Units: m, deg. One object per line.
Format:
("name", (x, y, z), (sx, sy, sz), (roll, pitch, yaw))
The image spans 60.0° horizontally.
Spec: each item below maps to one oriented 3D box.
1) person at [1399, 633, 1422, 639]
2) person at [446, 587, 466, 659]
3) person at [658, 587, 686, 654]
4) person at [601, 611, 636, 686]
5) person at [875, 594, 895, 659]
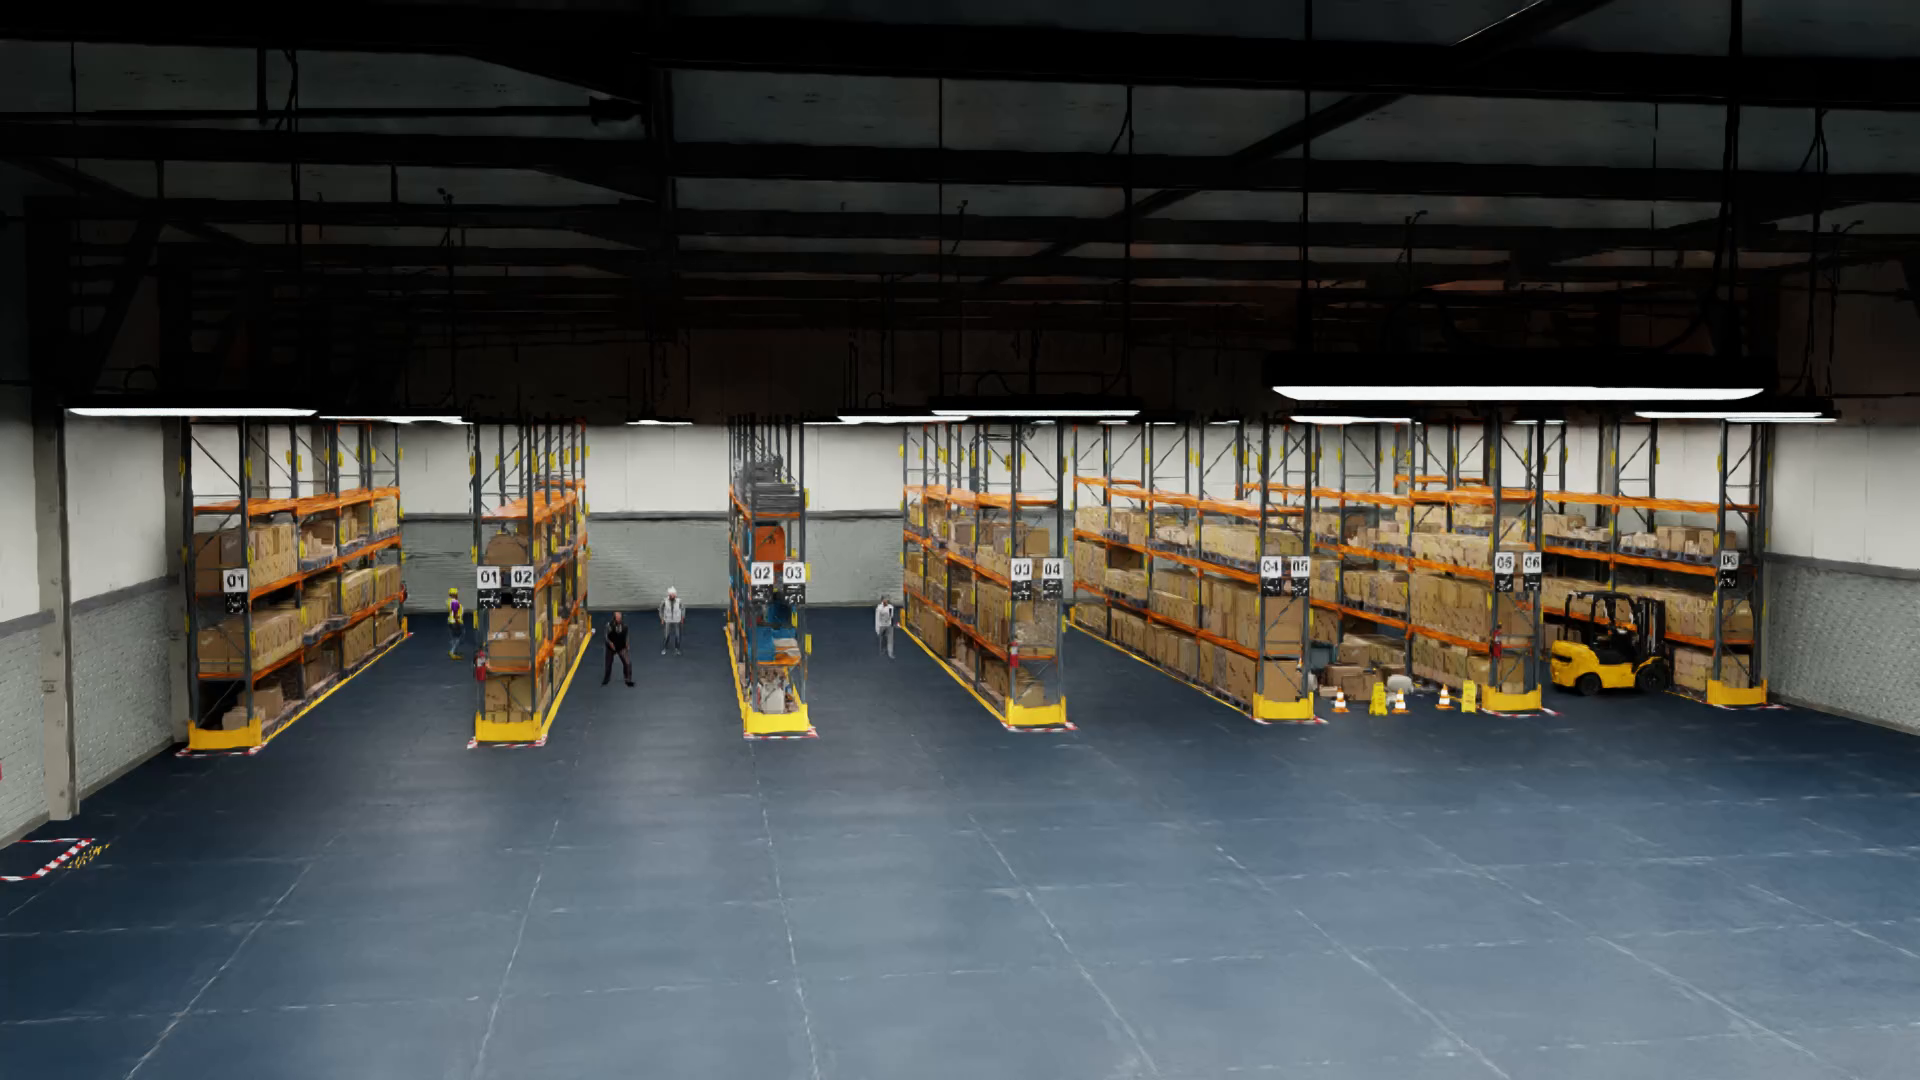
("person", (12.184, 1.796, 44.902), (0.589, 1.719, 0.668), (1, 4, 14))
("person", (-12.467, 2.055, 41.031), (0.457, 1.753, 0.606), (-3, 5, -35))
("person", (-7.237, 2.026, 41.810), (0.677, 1.726, 0.574), (-1, 4, -11))
("person", (-7.585, 2.436, 36.758), (0.683, 1.567, 0.832), (-2, 4, -25))
("person", (-1.859, 2.117, 41.074), (0.495, 1.589, 1.086), (0, 4, -7))
